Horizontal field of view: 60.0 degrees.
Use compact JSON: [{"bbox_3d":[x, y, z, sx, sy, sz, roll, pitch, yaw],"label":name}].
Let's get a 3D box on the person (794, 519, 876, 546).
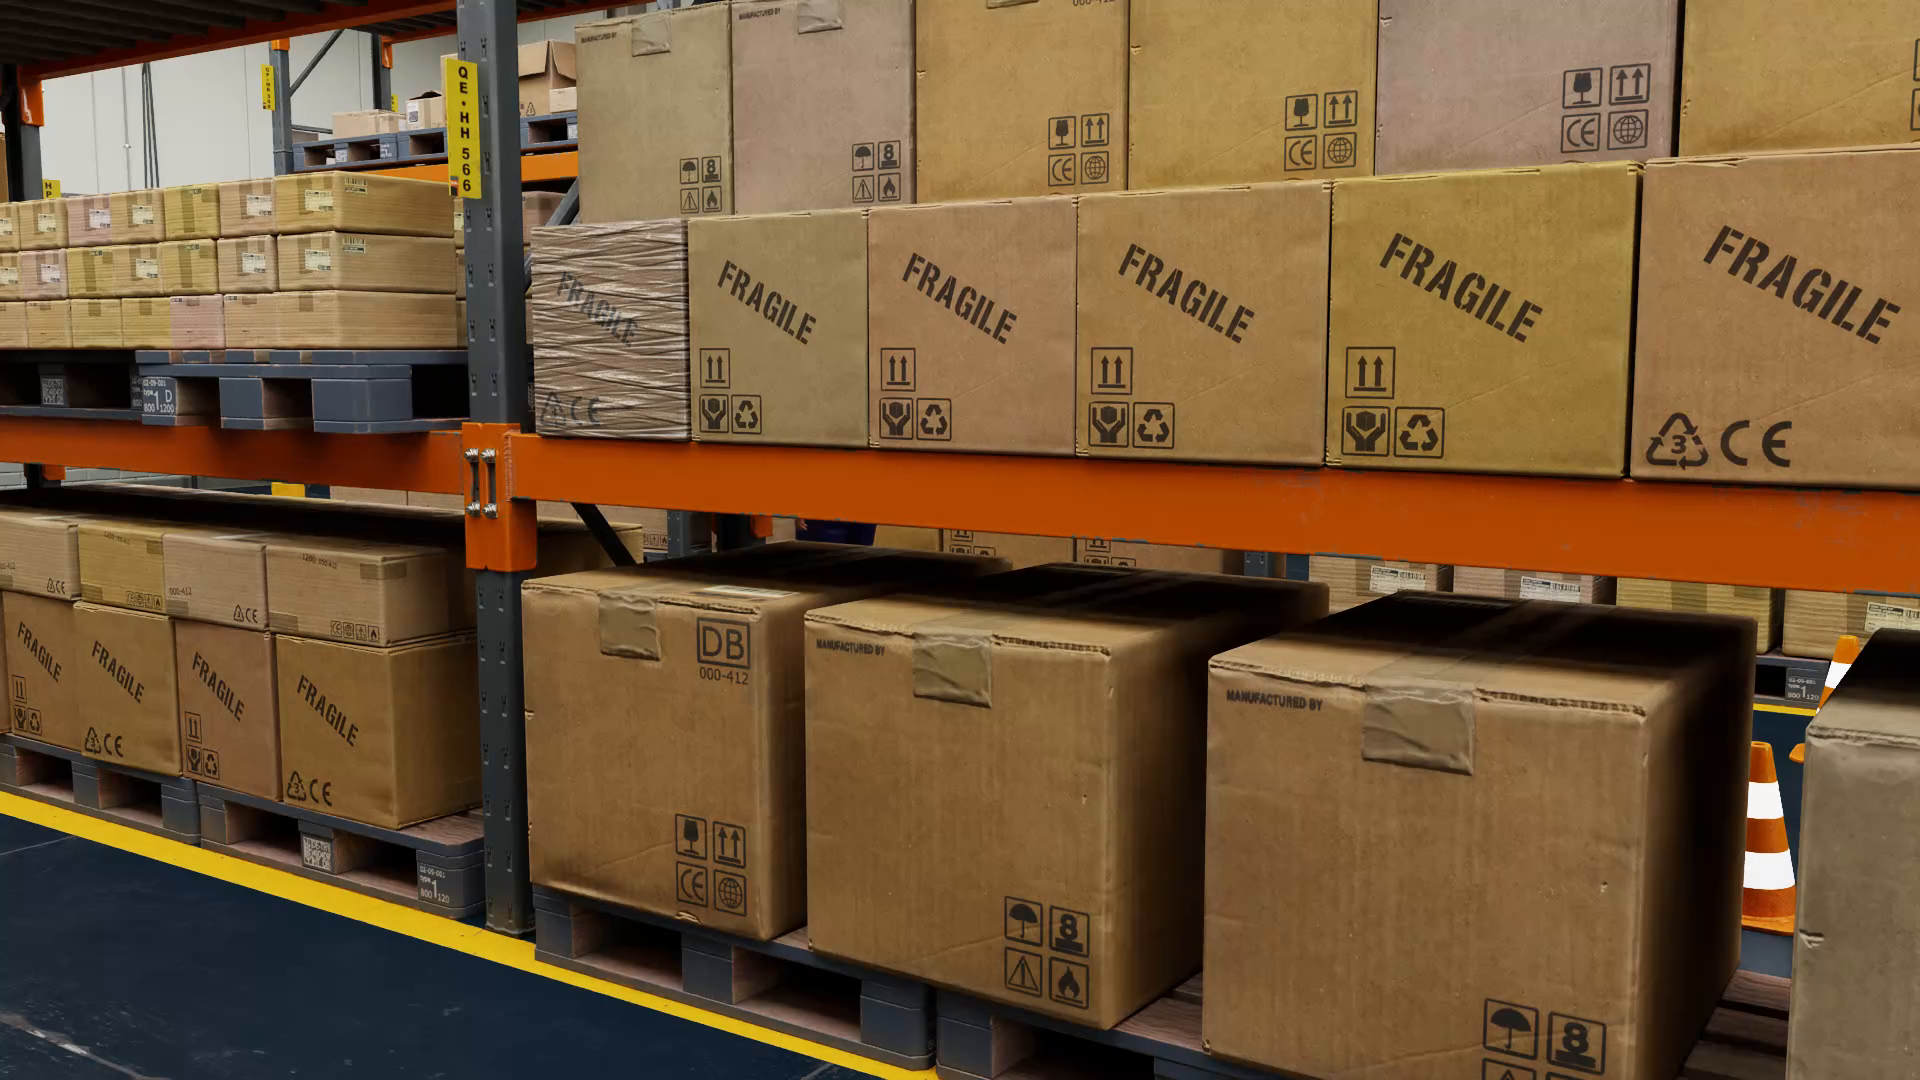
[{"bbox_3d":[-0.581,-0.191,7.743,0.376,1.651,0.564,4,7,30],"label":"person"}]
